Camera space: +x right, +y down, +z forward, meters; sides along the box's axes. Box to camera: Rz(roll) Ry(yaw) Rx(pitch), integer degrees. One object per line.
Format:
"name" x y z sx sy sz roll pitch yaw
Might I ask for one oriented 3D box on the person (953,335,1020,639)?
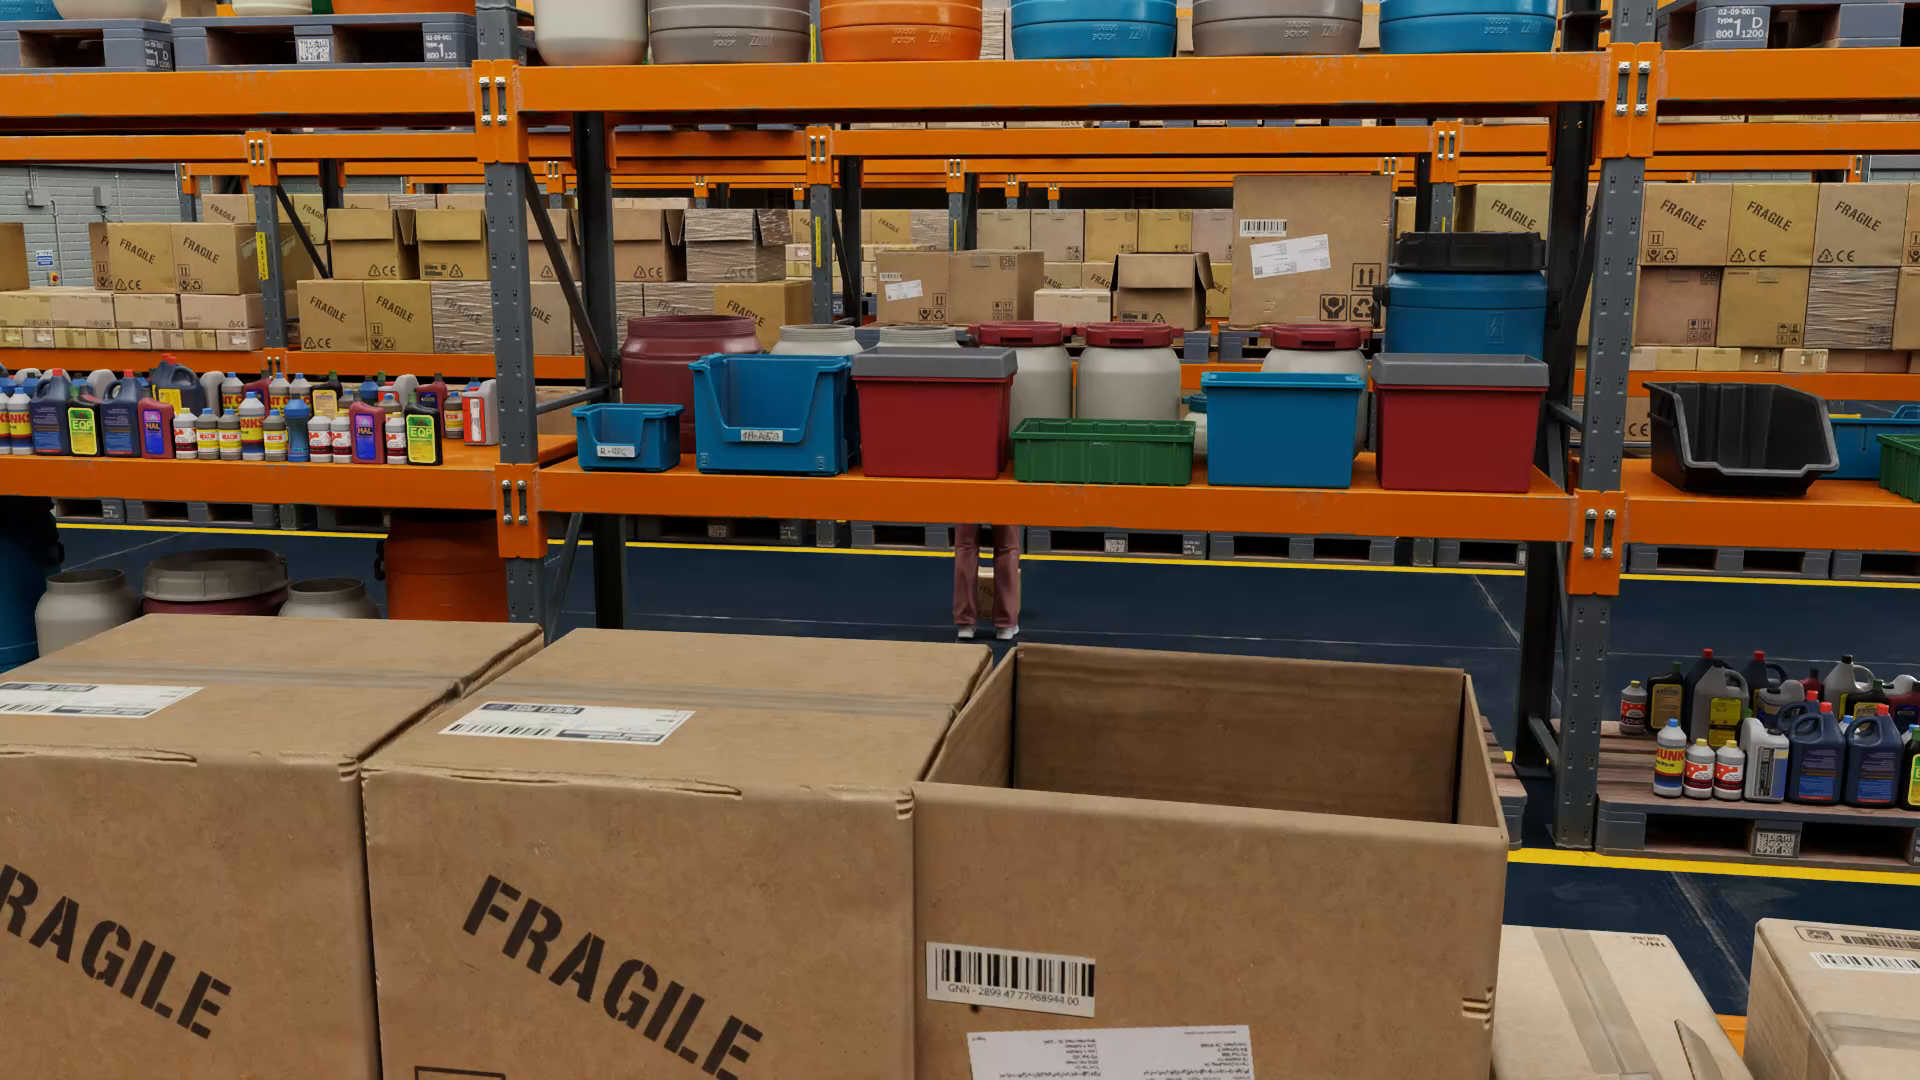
"person" 0.123 -0.292 8.957 0.447 1.674 0.363 2 11 10
